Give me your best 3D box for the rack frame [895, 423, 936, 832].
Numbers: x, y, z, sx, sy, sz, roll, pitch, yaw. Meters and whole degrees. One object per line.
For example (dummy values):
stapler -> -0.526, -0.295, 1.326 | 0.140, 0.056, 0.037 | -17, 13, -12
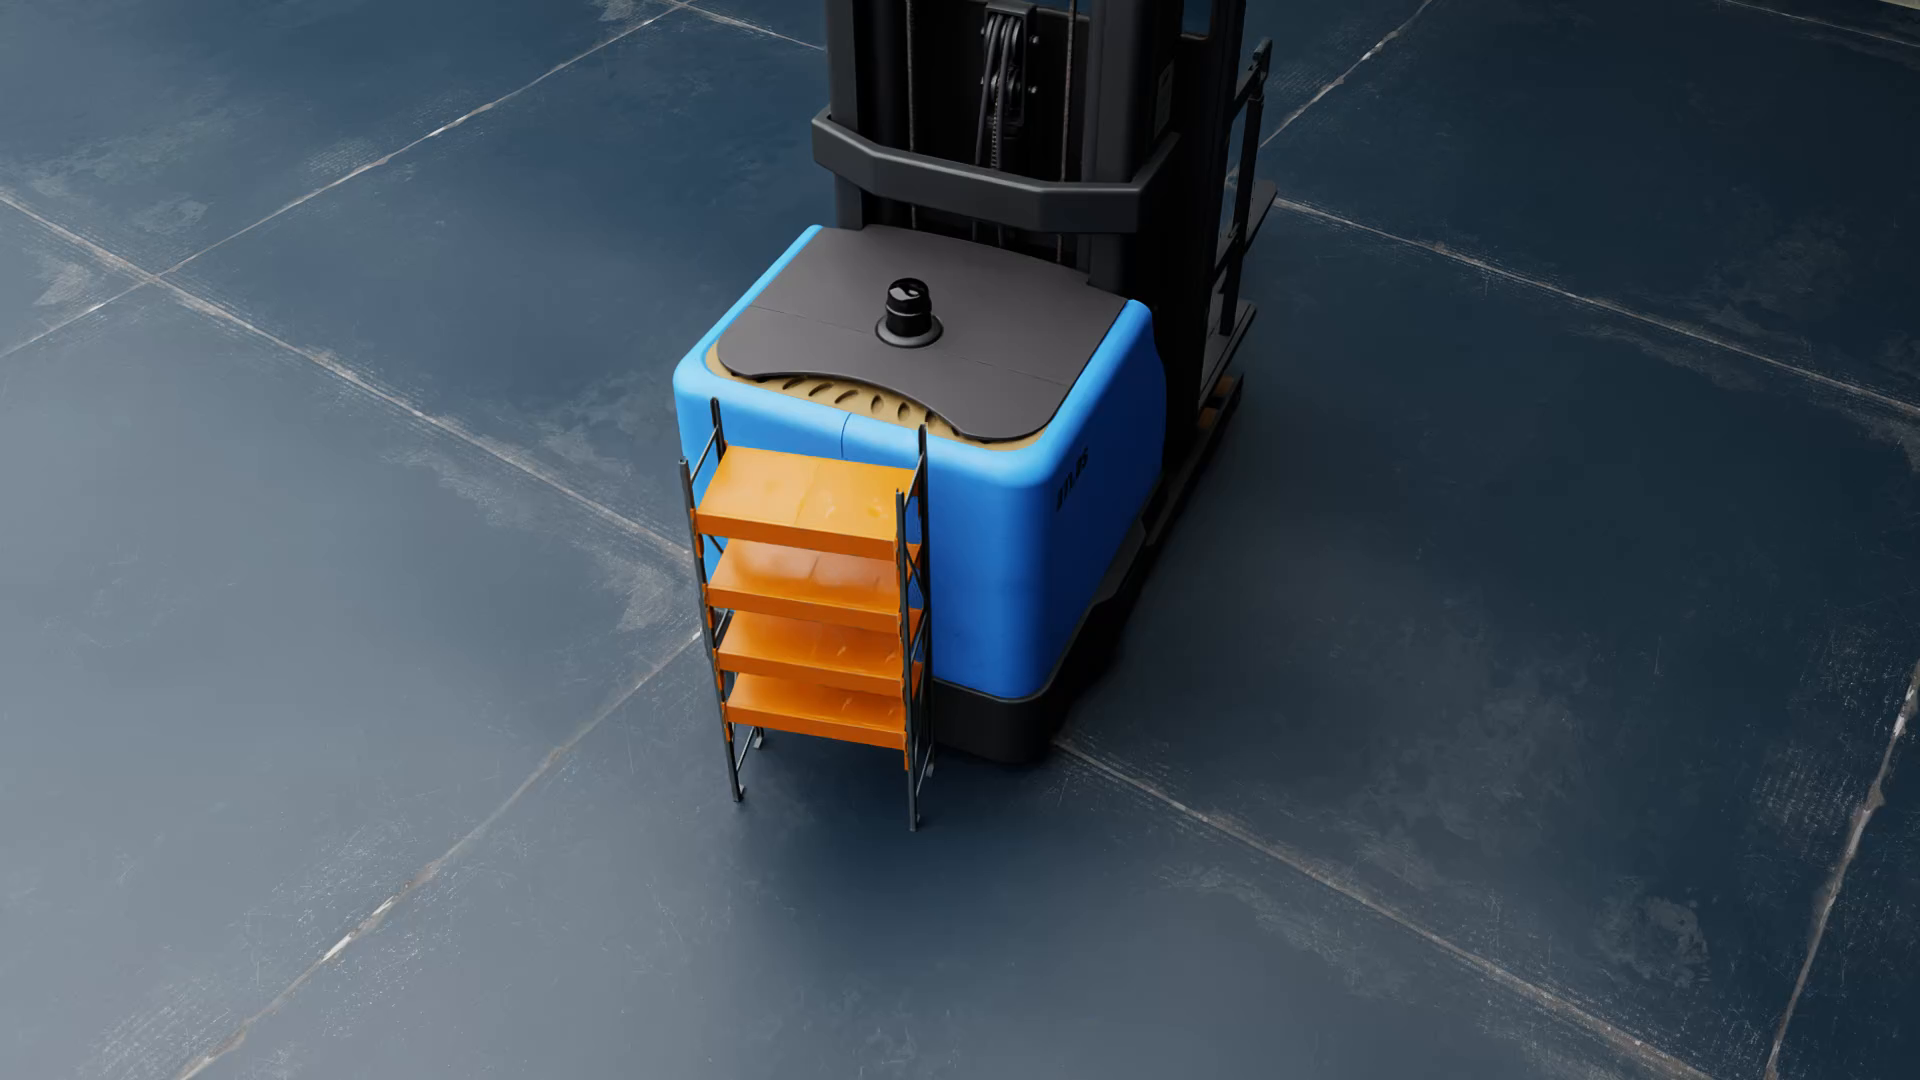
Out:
rack frame -> -0.103, 0.254, 4.060 | 0.015, 1.200, 0.240 | 8, 44, 9

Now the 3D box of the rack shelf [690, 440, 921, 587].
rack shelf -> -0.344, -0.064, 3.827 | 0.480, 0.148, 0.258 | 8, 44, 9

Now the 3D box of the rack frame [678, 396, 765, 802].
rack frame -> -0.581, 0.187, 4.135 | 0.015, 1.200, 0.240 | 8, 44, 9

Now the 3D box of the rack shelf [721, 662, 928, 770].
rack shelf -> -0.340, 0.414, 4.280 | 0.480, 0.148, 0.258 | 8, 44, 9

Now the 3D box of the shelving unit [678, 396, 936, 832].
shelving unit -> -0.342, 0.221, 4.097 | 0.503, 1.200, 0.258 | 8, 44, 9

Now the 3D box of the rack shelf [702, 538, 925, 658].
rack shelf -> -0.343, 0.107, 3.990 | 0.480, 0.148, 0.258 | 8, 44, 9

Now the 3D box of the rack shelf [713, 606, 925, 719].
rack shelf -> -0.341, 0.270, 4.144 | 0.480, 0.148, 0.258 | 8, 44, 9

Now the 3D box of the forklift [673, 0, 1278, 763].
forklift -> 0.319, -1.481, 4.707 | 1.130, 2.935, 3.031 | 16, 44, 17
